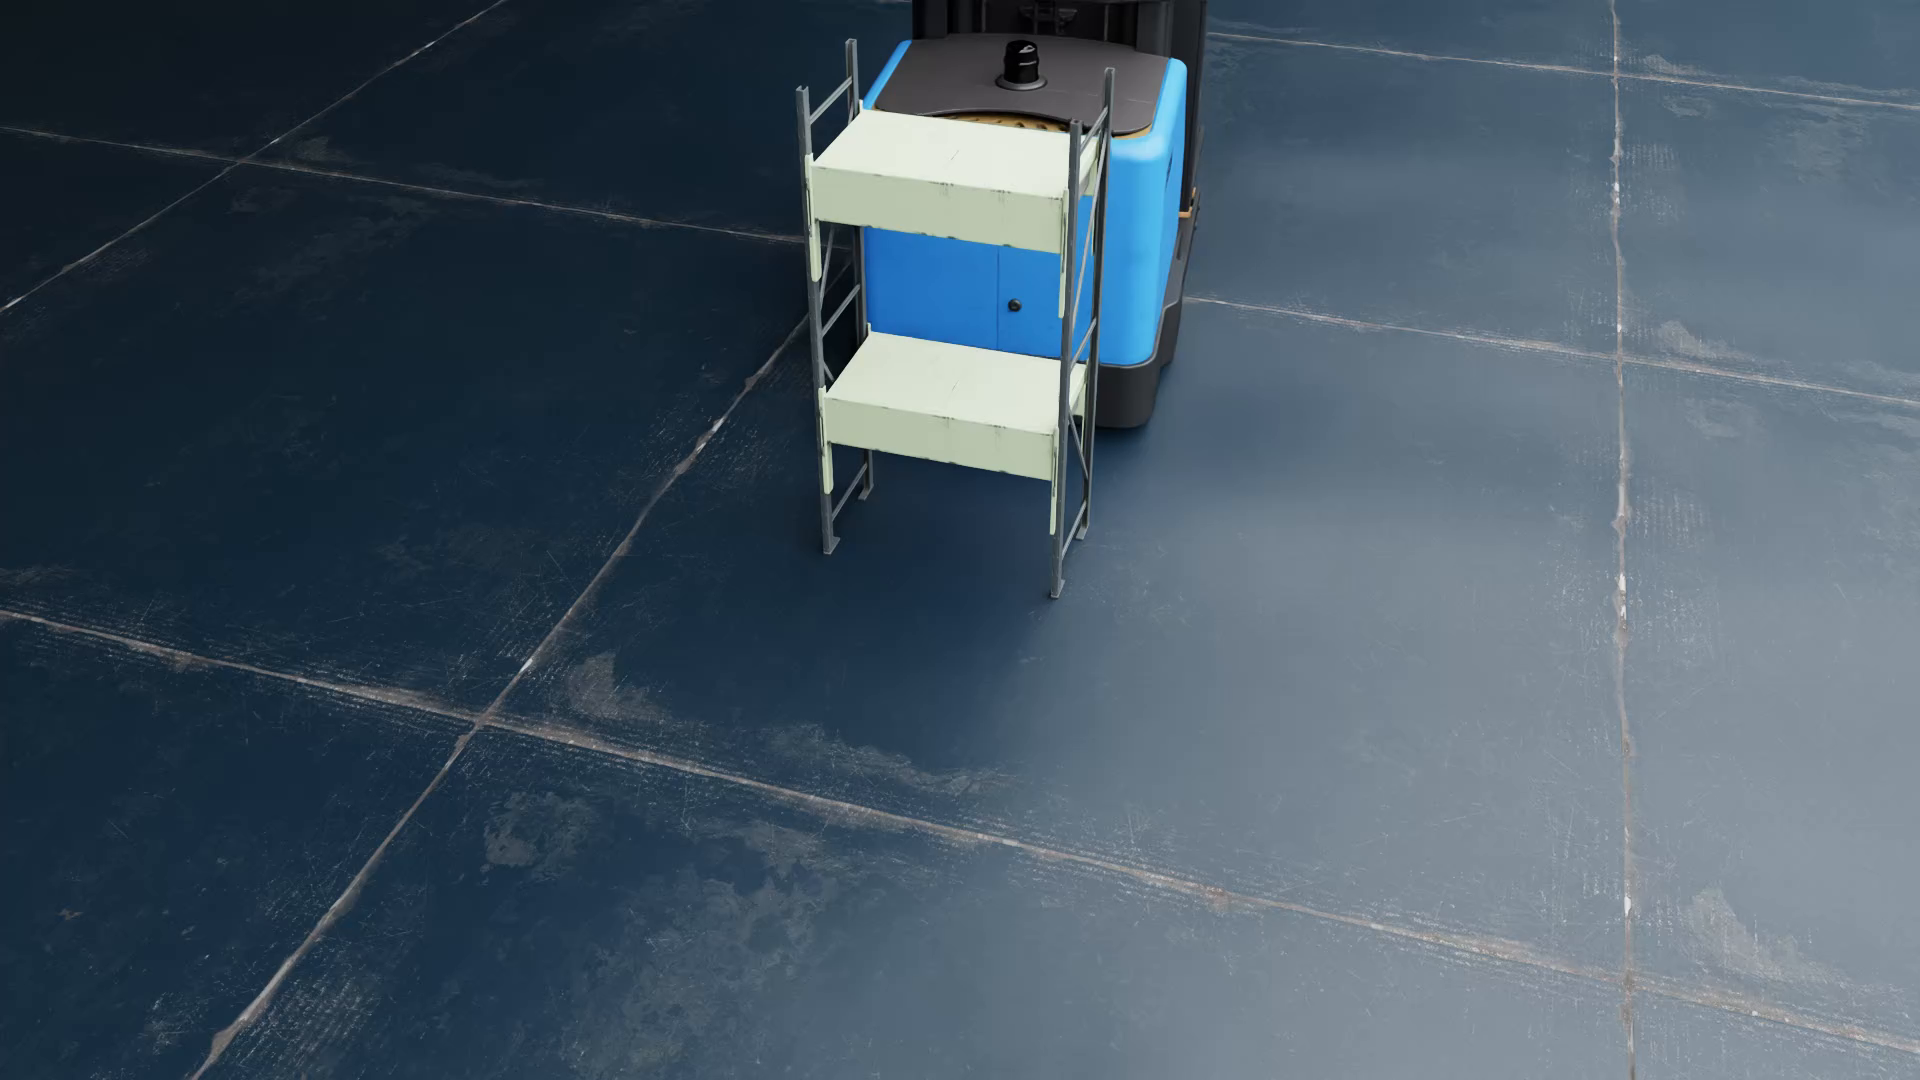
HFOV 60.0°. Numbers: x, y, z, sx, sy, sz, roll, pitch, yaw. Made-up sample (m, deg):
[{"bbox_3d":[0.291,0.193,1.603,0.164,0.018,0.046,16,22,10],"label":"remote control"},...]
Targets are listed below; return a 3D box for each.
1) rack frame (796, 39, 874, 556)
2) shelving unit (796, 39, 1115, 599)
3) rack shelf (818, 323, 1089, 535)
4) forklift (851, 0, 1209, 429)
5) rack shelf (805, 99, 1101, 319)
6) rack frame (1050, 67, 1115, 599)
[{"bbox_3d":[-0.356,-0.670,4.895,0.023,1.500,0.400,10,38,14],"label":"rack frame"},{"bbox_3d":[-0.006,-0.605,4.807,0.755,1.500,0.431,10,38,14],"label":"shelving unit"},{"bbox_3d":[-0.006,-0.343,5.000,0.720,0.370,0.431,10,38,14],"label":"rack shelf"},{"bbox_3d":[0.413,-2.429,6.078,1.130,2.935,3.031,7,37,9],"label":"forklift"},{"bbox_3d":[-0.006,-0.919,4.576,0.720,0.370,0.431,10,38,14],"label":"rack shelf"},{"bbox_3d":[0.343,-0.541,4.719,0.023,1.500,0.400,10,38,14],"label":"rack frame"}]
